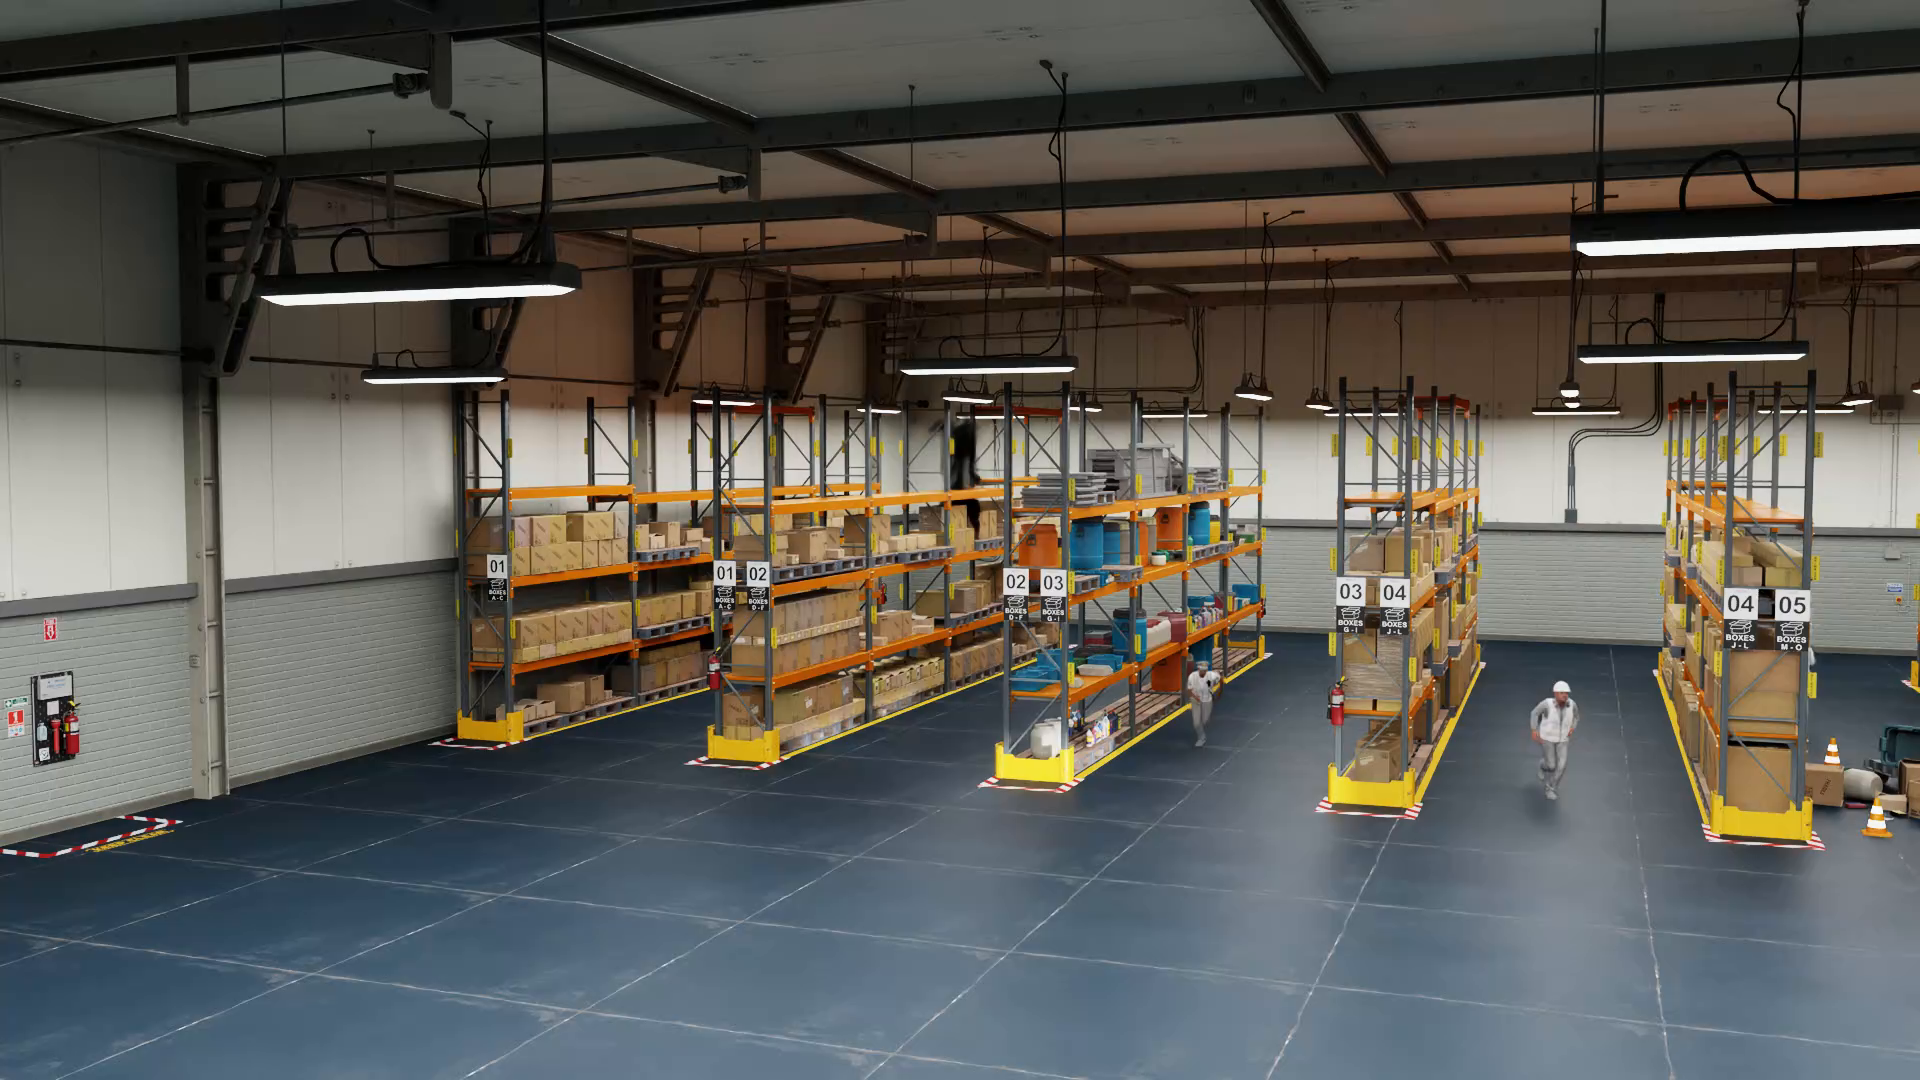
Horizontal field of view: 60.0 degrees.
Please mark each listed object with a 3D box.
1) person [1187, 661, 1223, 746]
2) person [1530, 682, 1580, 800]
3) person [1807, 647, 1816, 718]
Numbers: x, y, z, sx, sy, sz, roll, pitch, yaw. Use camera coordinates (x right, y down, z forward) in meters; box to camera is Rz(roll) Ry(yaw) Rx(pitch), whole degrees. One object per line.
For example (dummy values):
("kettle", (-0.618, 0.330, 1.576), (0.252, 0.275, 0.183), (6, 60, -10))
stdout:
("person", (4.100, 2.740, 27.805), (0.595, 1.484, 0.770), (0, 3, 8))
("person", (8.532, 2.857, 23.860), (0.651, 1.707, 0.772), (0, 3, -5))
("person", (15.159, 2.478, 30.075), (0.597, 1.697, 0.919), (1, 3, 17))
